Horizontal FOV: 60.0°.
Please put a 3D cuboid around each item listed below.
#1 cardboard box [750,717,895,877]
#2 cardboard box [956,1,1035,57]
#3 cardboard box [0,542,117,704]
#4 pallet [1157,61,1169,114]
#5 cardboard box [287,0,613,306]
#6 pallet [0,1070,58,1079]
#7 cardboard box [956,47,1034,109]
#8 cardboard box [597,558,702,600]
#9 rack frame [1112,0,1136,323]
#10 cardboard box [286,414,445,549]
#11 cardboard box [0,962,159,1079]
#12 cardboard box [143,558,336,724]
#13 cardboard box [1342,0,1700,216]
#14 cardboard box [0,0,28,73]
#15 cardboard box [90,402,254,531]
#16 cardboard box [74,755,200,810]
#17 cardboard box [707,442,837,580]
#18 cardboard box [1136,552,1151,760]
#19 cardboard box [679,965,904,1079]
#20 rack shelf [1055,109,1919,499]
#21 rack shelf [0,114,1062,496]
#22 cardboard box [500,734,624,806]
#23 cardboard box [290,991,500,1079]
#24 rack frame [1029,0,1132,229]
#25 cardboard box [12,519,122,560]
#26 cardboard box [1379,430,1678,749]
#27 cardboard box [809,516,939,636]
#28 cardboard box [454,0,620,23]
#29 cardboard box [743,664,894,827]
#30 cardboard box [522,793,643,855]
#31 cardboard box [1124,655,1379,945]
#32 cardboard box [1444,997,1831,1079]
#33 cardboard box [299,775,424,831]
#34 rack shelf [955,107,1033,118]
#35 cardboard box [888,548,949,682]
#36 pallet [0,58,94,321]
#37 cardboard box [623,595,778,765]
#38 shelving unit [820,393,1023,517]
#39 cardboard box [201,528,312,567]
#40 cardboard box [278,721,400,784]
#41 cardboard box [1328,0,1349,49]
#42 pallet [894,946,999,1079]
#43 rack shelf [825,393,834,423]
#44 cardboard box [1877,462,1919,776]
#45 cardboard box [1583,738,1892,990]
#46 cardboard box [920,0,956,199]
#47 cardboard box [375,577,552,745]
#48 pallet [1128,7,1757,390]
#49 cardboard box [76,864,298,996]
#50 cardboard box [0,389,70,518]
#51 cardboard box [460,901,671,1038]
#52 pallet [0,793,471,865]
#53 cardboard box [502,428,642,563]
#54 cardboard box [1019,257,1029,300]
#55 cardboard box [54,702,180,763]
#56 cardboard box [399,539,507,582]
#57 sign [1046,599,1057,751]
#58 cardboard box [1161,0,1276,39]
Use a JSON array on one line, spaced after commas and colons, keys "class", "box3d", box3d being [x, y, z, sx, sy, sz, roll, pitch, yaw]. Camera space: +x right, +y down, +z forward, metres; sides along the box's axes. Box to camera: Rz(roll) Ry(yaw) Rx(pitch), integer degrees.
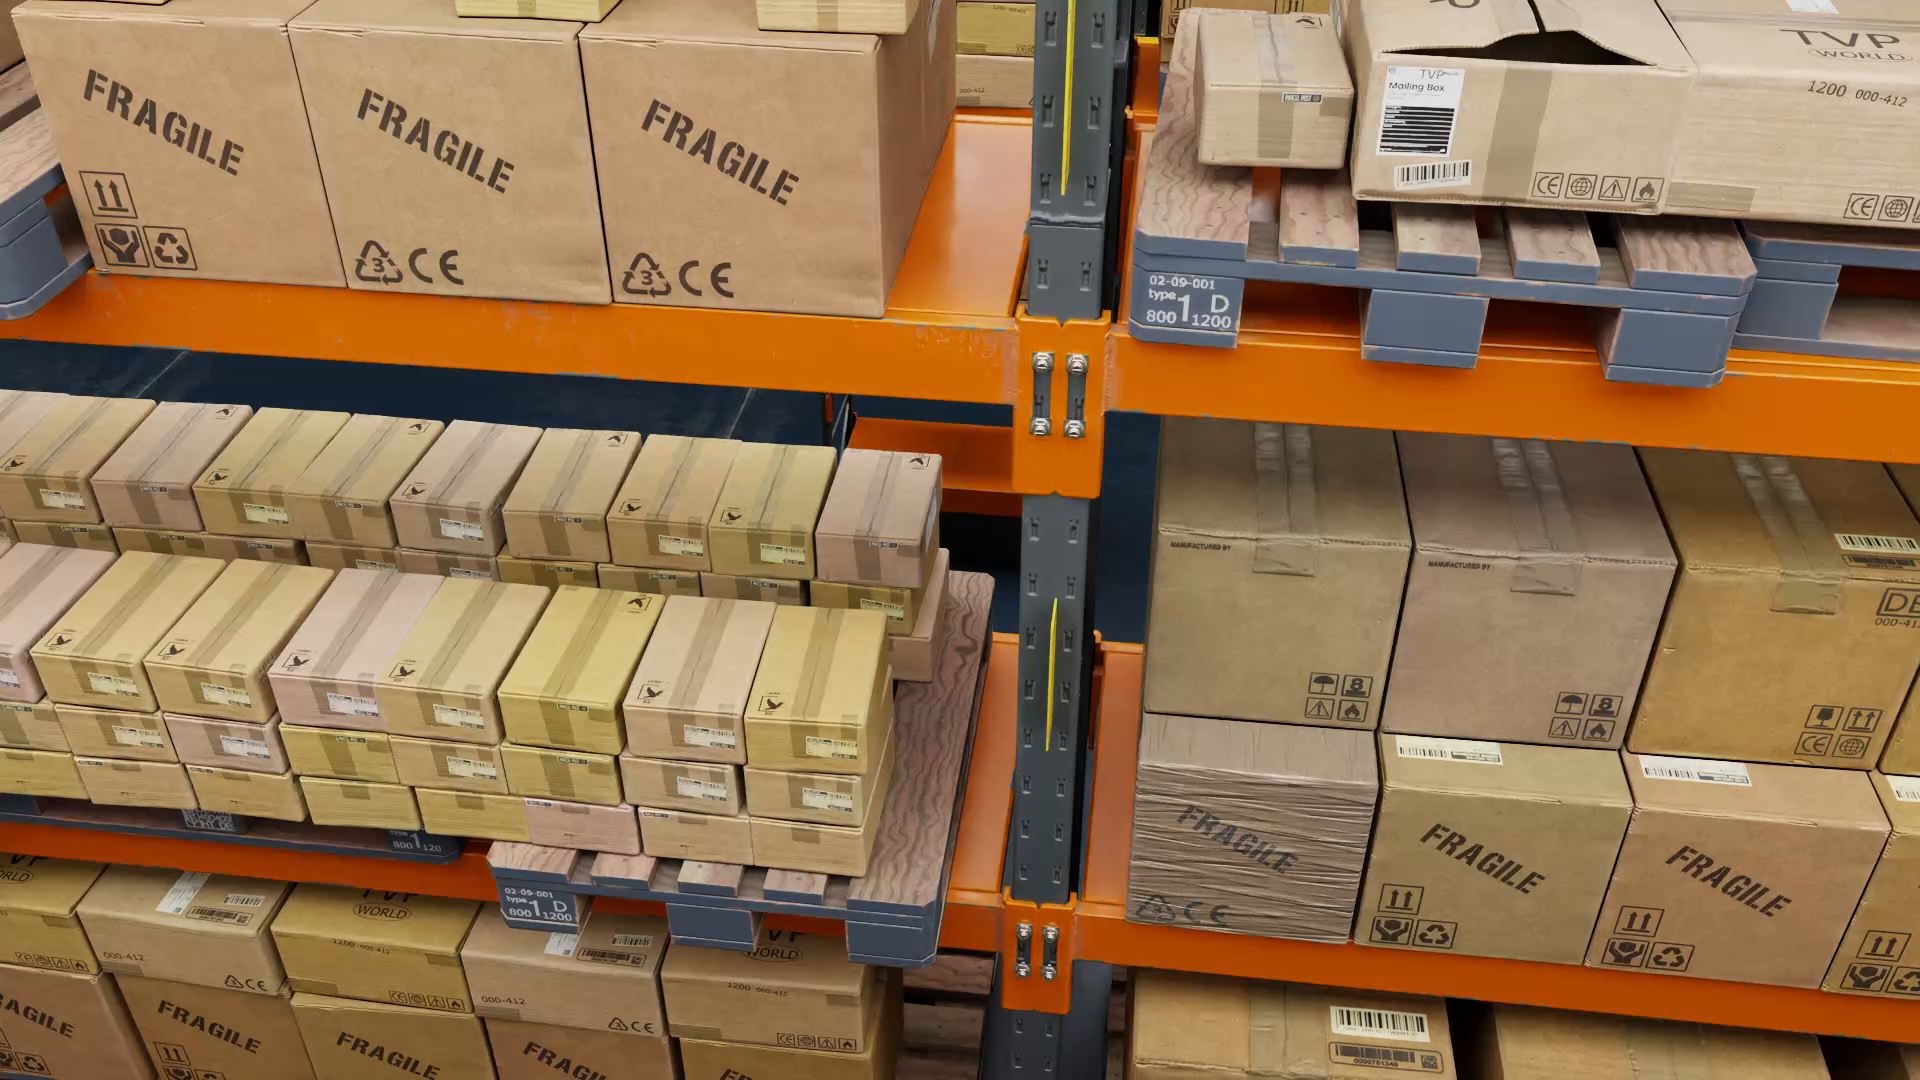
[{"class": "cardboard box", "box3d": [-0.303, 0.559, 3.740, 0.250, 0.149, 0.380, 5, 36, 7]}, {"class": "cardboard box", "box3d": [0.262, -2.492, 7.859, 0.500, 0.250, 0.500, 4, 36, 6]}, {"class": "cardboard box", "box3d": [-2.108, 0.182, 3.756, 0.250, 0.149, 0.380, 6, 36, 8]}, {"class": "pallet", "box3d": [1.495, -2.391, 8.183, 1.003, 0.211, 1.213, 4, 36, 6]}, {"class": "cardboard box", "box3d": [-0.852, -0.788, 3.104, 0.500, 0.500, 0.500, 4, 36, 6]}, {"class": "pallet", "box3d": [-2.951, 1.295, 5.254, 1.213, 0.211, 1.003, 4, 36, 6]}, {"class": "cardboard box", "box3d": [0.240, -2.287, 8.002, 0.500, 0.250, 0.500, 3, 36, 4]}, {"class": "cardboard box", "box3d": [-0.744, 0.021, 4.237, 0.250, 0.149, 0.380, 3, 36, 4]}, {"class": "rack frame", "box3d": [0.775, -2.460, 8.115, 0.127, 3.000, 1.000, 4, 36, 6]}, {"class": "cardboard box", "box3d": [-1.493, -0.154, 4.226, 0.250, 0.149, 0.380, 5, 36, 7]}, {"class": "cardboard box", "box3d": [-2.499, 1.195, 4.783, 0.500, 0.500, 0.500, 6, 36, 8]}, {"class": "cardboard box", "box3d": [-1.582, 0.219, 3.703, 0.250, 0.149, 0.380, 6, 36, 8]}, {"class": "cardboard box", "box3d": [0.934, -0.817, 2.859, 0.500, 0.311, 0.500, 4, 36, 6]}, {"class": "cardboard box", "box3d": [-2.208, -1.141, 3.234, 0.637, 0.503, 0.797, 4, 36, 5]}, {"class": "cardboard box", "box3d": [-2.007, -0.194, 4.282, 0.250, 0.149, 0.380, 3, 36, 4]}, {"class": "cardboard box", "box3d": [-1.845, 0.443, 3.902, 0.250, 0.149, 0.380, 3, 36, 4]}, {"class": "cardboard box", "box3d": [-0.456, -0.076, 4.117, 0.250, 0.149, 0.380, 3, 36, 5]}, {"class": "cardboard box", "box3d": [0.725, 0.237, 4.250, 0.500, 0.500, 0.500, 4, 36, 6]}, {"class": "cardboard box", "box3d": [-0.442, 1.348, 4.570, 0.500, 0.500, 0.500, 4, 36, 6]}, {"class": "rack shelf", "box3d": [2.228, -0.381, 3.239, 4.000, 0.370, 1.077, 4, 36, 6]}, {"class": "rack shelf", "box3d": [-1.739, -0.677, 3.654, 4.000, 0.370, 1.077, 4, 36, 6]}, {"class": "cardboard box", "box3d": [-0.830, 0.398, 3.708, 0.250, 0.149, 0.380, 5, 36, 7]}, {"class": "cardboard box", "box3d": [-1.483, 1.277, 4.668, 0.500, 0.500, 0.500, 3, 36, 4]}, {"class": "rack frame", "box3d": [0.245, -2.043, 2.366, 0.127, 3.000, 1.000, 4, 36, 6]}, {"class": "cardboard box", "box3d": [-2.266, -0.094, 4.399, 0.250, 0.149, 0.380, 3, 36, 4]}, {"class": "cardboard box", "box3d": [1.190, 0.027, 3.683, 0.500, 0.500, 0.700, 4, 36, 5]}, {"class": "cardboard box", "box3d": [-0.209, 0.058, 4.185, 0.250, 0.149, 0.380, 6, 36, 8]}, {"class": "cardboard box", "box3d": [-0.700, -1.084, 2.859, 0.258, 0.266, 0.396, 4, 36, 6]}, {"class": "cardboard box", "box3d": [-0.303, 0.435, 3.657, 0.250, 0.149, 0.380, 5, 36, 7]}, {"class": "cardboard box", "box3d": [-0.805, 0.521, 3.793, 0.250, 0.149, 0.380, 5, 36, 7]}, {"class": "cardboard box", "box3d": [0.655, 0.547, 3.815, 0.500, 0.500, 0.500, 5, 36, 6]}, {"class": "cardboard box", "box3d": [1.705, 1.304, 4.416, 0.750, 0.750, 1.050, 5, 36, 7]}, {"class": "cardboard box", "box3d": [-1.318, 0.481, 3.849, 0.250, 0.149, 0.380, 3, 36, 4]}, {"class": "rack shelf", "box3d": [-1.209, -2.316, 8.532, 4.000, 0.370, 1.077, 4, 36, 6]}, {"class": "cardboard box", "box3d": [-0.174, 0.181, 4.269, 0.250, 0.149, 0.380, 4, 36, 5]}, {"class": "pallet", "box3d": [-2.095, -0.859, 3.451, 1.003, 0.211, 1.213, 4, 36, 6]}, {"class": "cardboard box", "box3d": [-0.549, 0.296, 3.595, 0.250, 0.149, 0.380, 4, 36, 5]}, {"class": "shelving unit", "box3d": [-0.007, -0.458, 6.924, 1.048, 1.125, 0.538, 4, 36, 6]}, {"class": "cardboard box", "box3d": [-1.755, -0.054, 4.343, 0.250, 0.149, 0.380, 6, 36, 8]}, {"class": "cardboard box", "box3d": [-1.324, 0.360, 3.762, 0.250, 0.149, 0.380, 4, 36, 6]}, {"class": "cardboard box", "box3d": [0.867, -1.021, 3.270, 0.250, 0.166, 0.380, 4, 36, 6]}, {"class": "pallet", "box3d": [-0.530, 1.476, 5.001, 1.213, 0.211, 1.003, 4, 36, 6]}, {"class": "rack shelf", "box3d": [-0.007, -0.697, 6.754, 1.000, 0.278, 0.538, 4, 36, 6]}, {"class": "cardboard box", "box3d": [2.206, 0.101, 3.579, 0.500, 0.500, 0.700, 4, 36, 5]}, {"class": "cardboard box", "box3d": [1.660, 0.621, 3.712, 0.500, 0.500, 0.500, 4, 36, 6]}, {"class": "cardboard box", "box3d": [-0.288, -1.058, 3.482, 0.500, 0.500, 0.500, 4, 36, 6]}, {"class": "cardboard box", "box3d": [-1.074, 0.259, 3.647, 0.250, 0.149, 0.380, 5, 36, 7]}, {"class": "pallet", "box3d": [0.890, -0.728, 3.268, 1.003, 0.211, 1.213, 6, 36, 8]}, {"class": "cardboard box", "box3d": [-1.990, 0.930, 4.510, 0.500, 0.250, 0.500, 6, 36, 8]}, {"class": "cardboard box", "box3d": [-2.517, -0.231, 4.335, 0.250, 0.149, 0.380, 4, 36, 6]}, {"class": "cardboard box", "box3d": [-0.970, 1.010, 4.398, 0.500, 0.250, 0.500, 5, 36, 7]}, {"class": "pallet", "box3d": [-1.724, 0.354, 4.336, 1.213, 0.211, 1.003, 4, 36, 6]}, {"class": "cardboard box", "box3d": [-0.961, -0.116, 4.174, 0.250, 0.149, 0.380, 3, 36, 4]}, {"class": "cardboard box", "box3d": [0.100, -1.866, 8.749, 0.875, 0.875, 0.875, 4, 36, 6]}, {"class": "cardboard box", "box3d": [-1.839, 0.322, 3.815, 0.250, 0.149, 0.380, 4, 36, 5]}, {"class": "cardboard box", "box3d": [-1.241, -0.016, 4.289, 0.250, 0.149, 0.380, 4, 36, 6]}, {"class": "sign", "box3d": [0.185, 0.273, 3.356, 0.005, 0.325, 0.100, 4, 36, 6]}, {"class": "cardboard box", "box3d": [1.192, -2.627, 7.644, 0.500, 0.500, 0.500, 3, 36, 5]}]
